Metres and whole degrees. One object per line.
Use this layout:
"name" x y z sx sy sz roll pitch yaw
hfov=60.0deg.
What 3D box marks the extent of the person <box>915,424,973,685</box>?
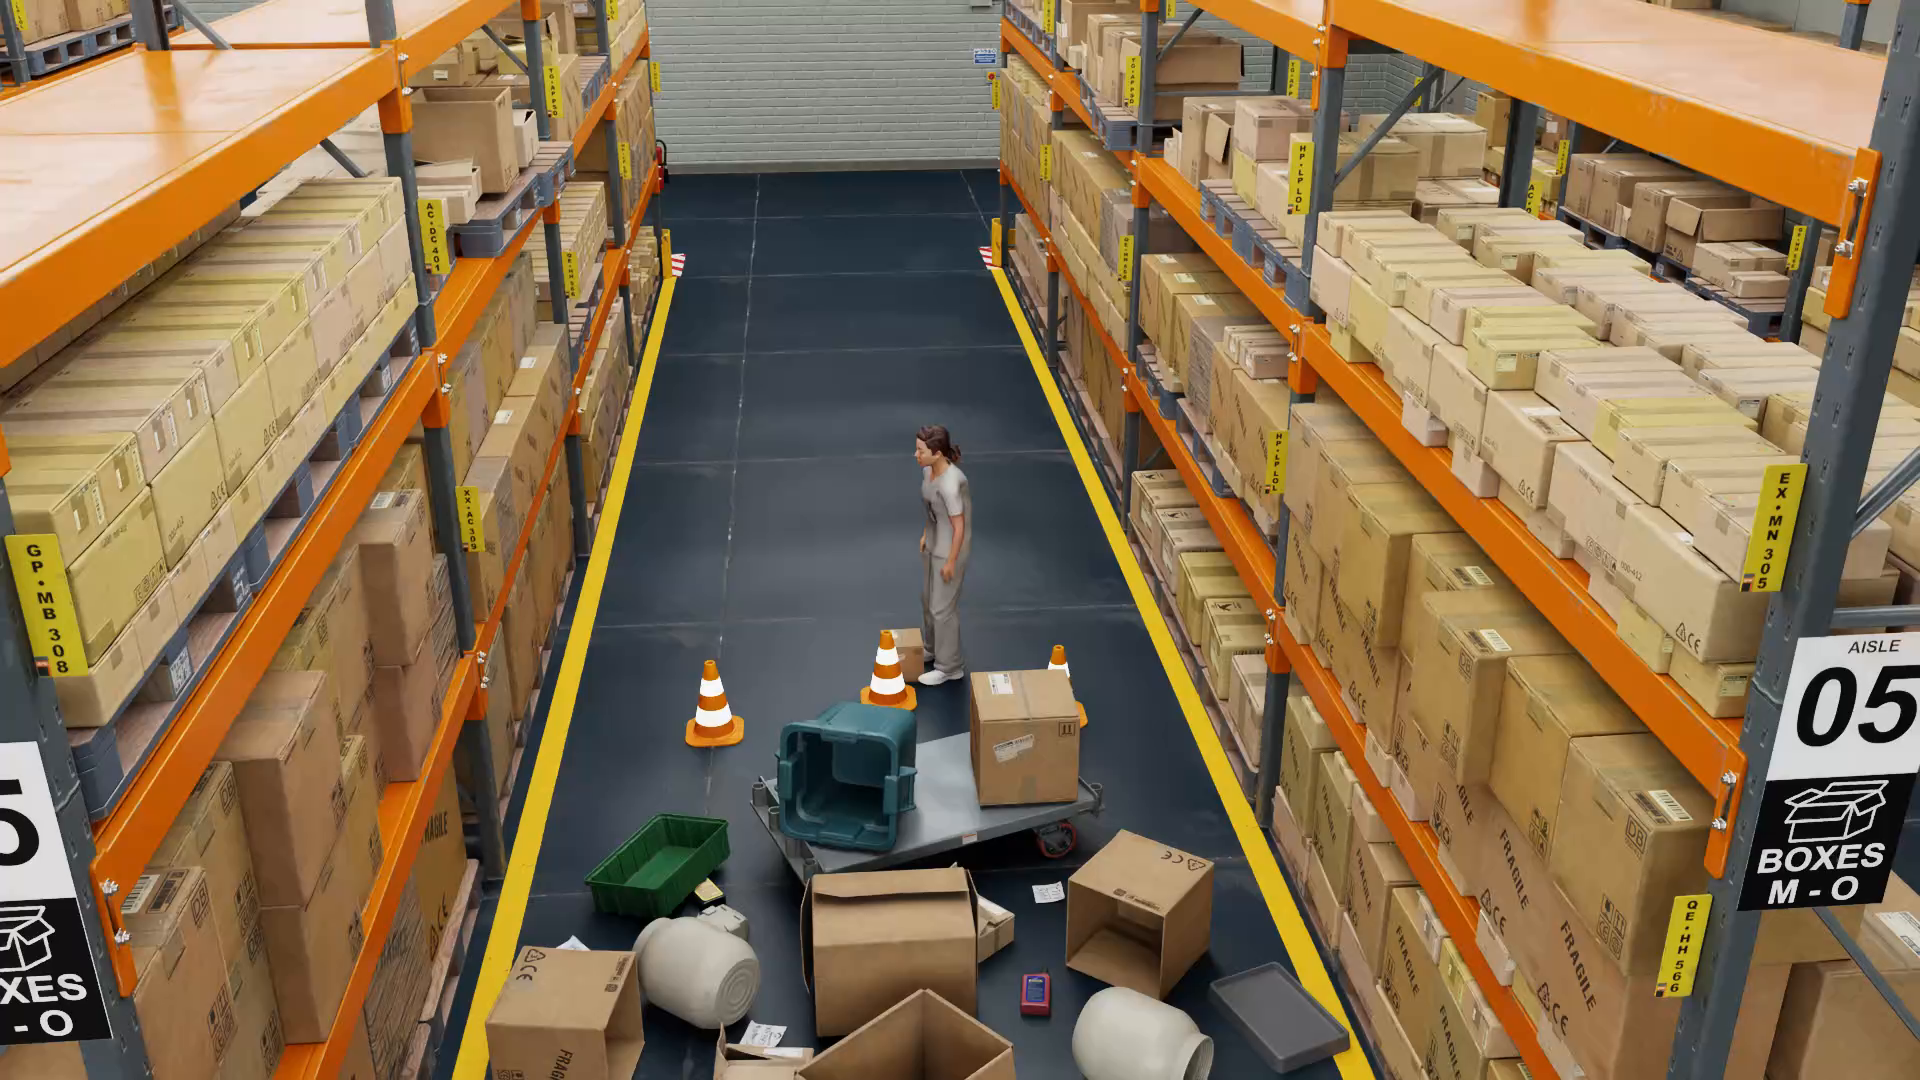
"person" -0.122 0.069 10.155 0.365 1.671 0.514 -8 25 -17
